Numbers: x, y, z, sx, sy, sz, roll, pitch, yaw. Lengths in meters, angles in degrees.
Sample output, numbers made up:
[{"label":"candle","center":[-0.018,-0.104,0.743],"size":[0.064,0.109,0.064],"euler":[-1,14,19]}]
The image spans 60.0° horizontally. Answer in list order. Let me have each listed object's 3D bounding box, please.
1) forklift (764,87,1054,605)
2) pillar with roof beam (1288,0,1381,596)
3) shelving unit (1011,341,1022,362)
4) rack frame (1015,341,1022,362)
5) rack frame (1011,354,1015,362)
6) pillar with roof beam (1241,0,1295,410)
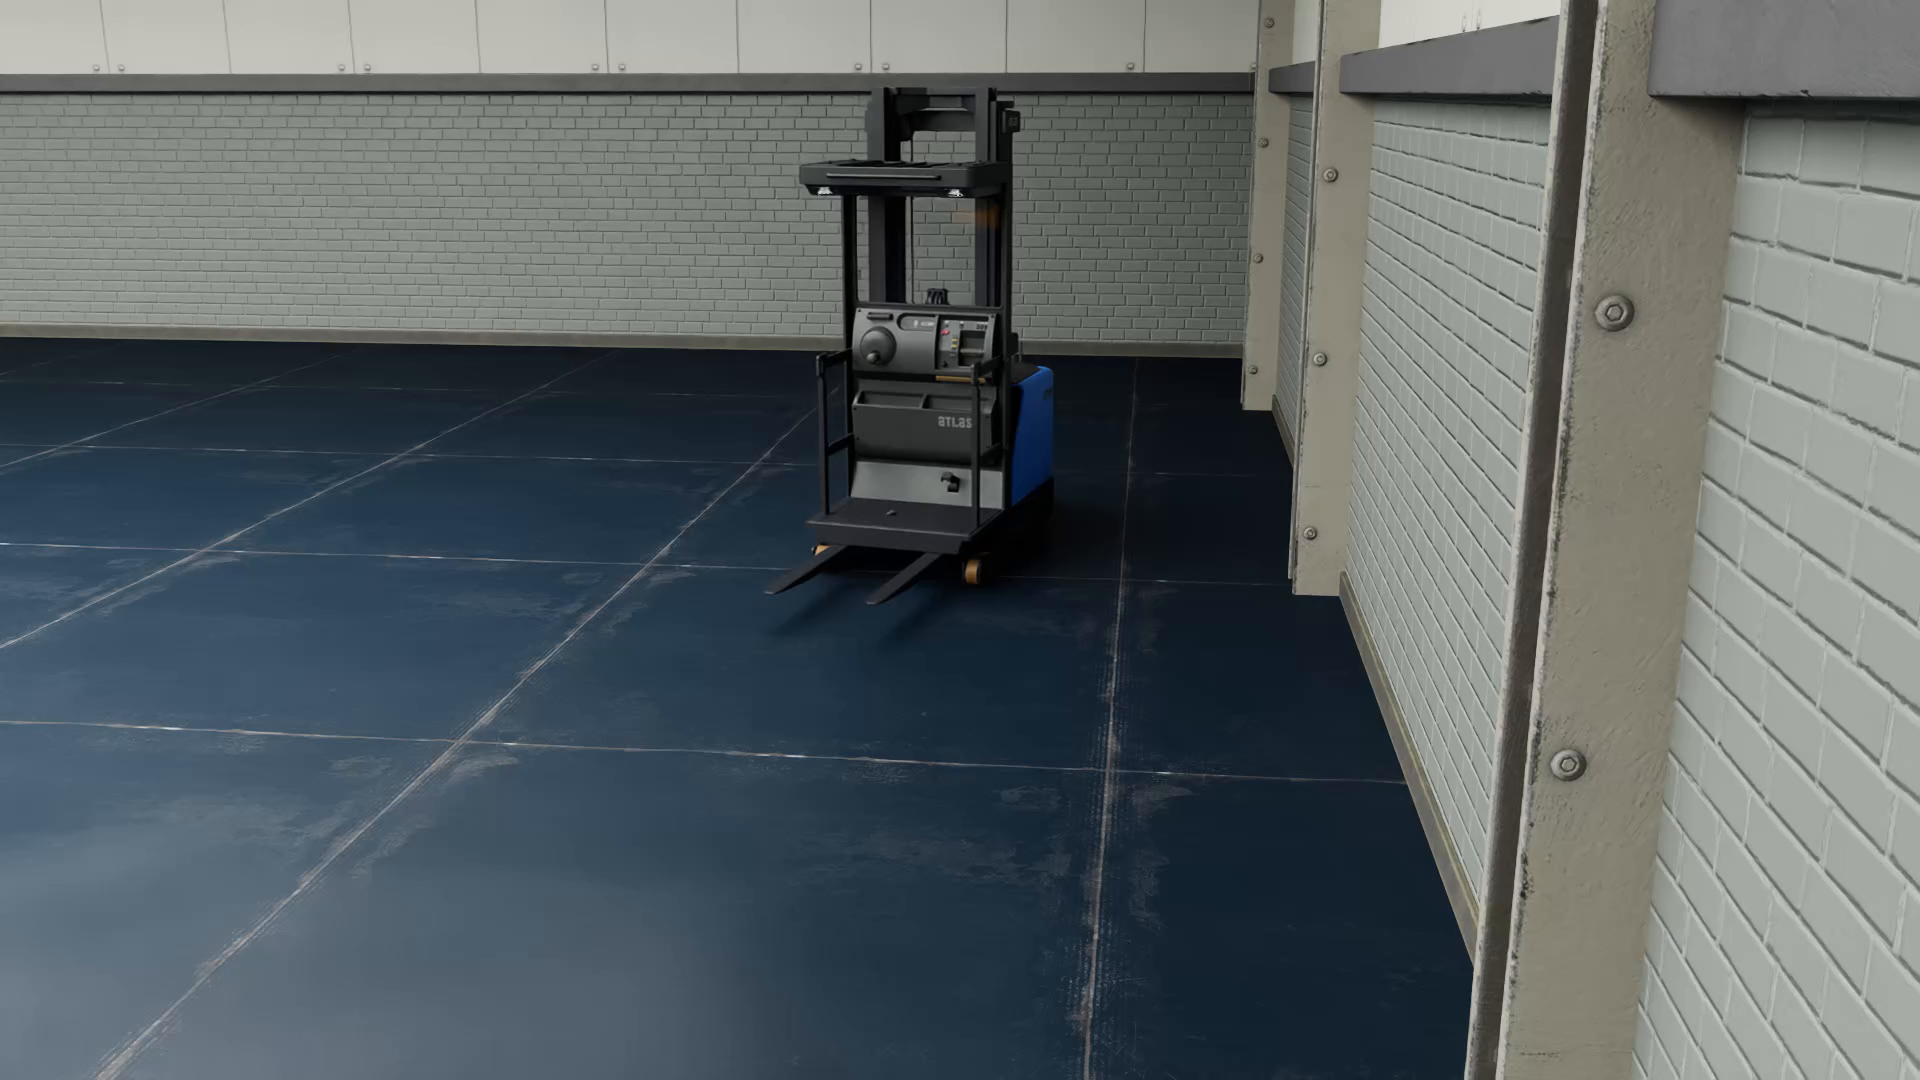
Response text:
[{"label":"forklift","center":[-0.291,-1.255,10.189],"size":[1.130,2.935,3.031],"euler":[5,16,18]},{"label":"pillar with roof beam","center":[-2.108,-4.192,9.424],"size":[9.100,9.000,0.400],"euler":[2,15,6]},{"label":"shelving unit","center":[0.295,-0.813,11.870],"size":[0.258,1.200,0.189],"euler":[5,16,18]},{"label":"rack frame","center":[0.324,-0.836,11.954],"size":[0.240,1.200,0.006],"euler":[5,16,18]},{"label":"rack frame","center":[0.266,-0.791,11.786],"size":[0.240,1.200,0.006],"euler":[5,16,18]},{"label":"pillar with roof beam","center":[-1.431,-5.748,15.179],"size":[9.100,9.000,0.400],"euler":[2,15,6]}]
